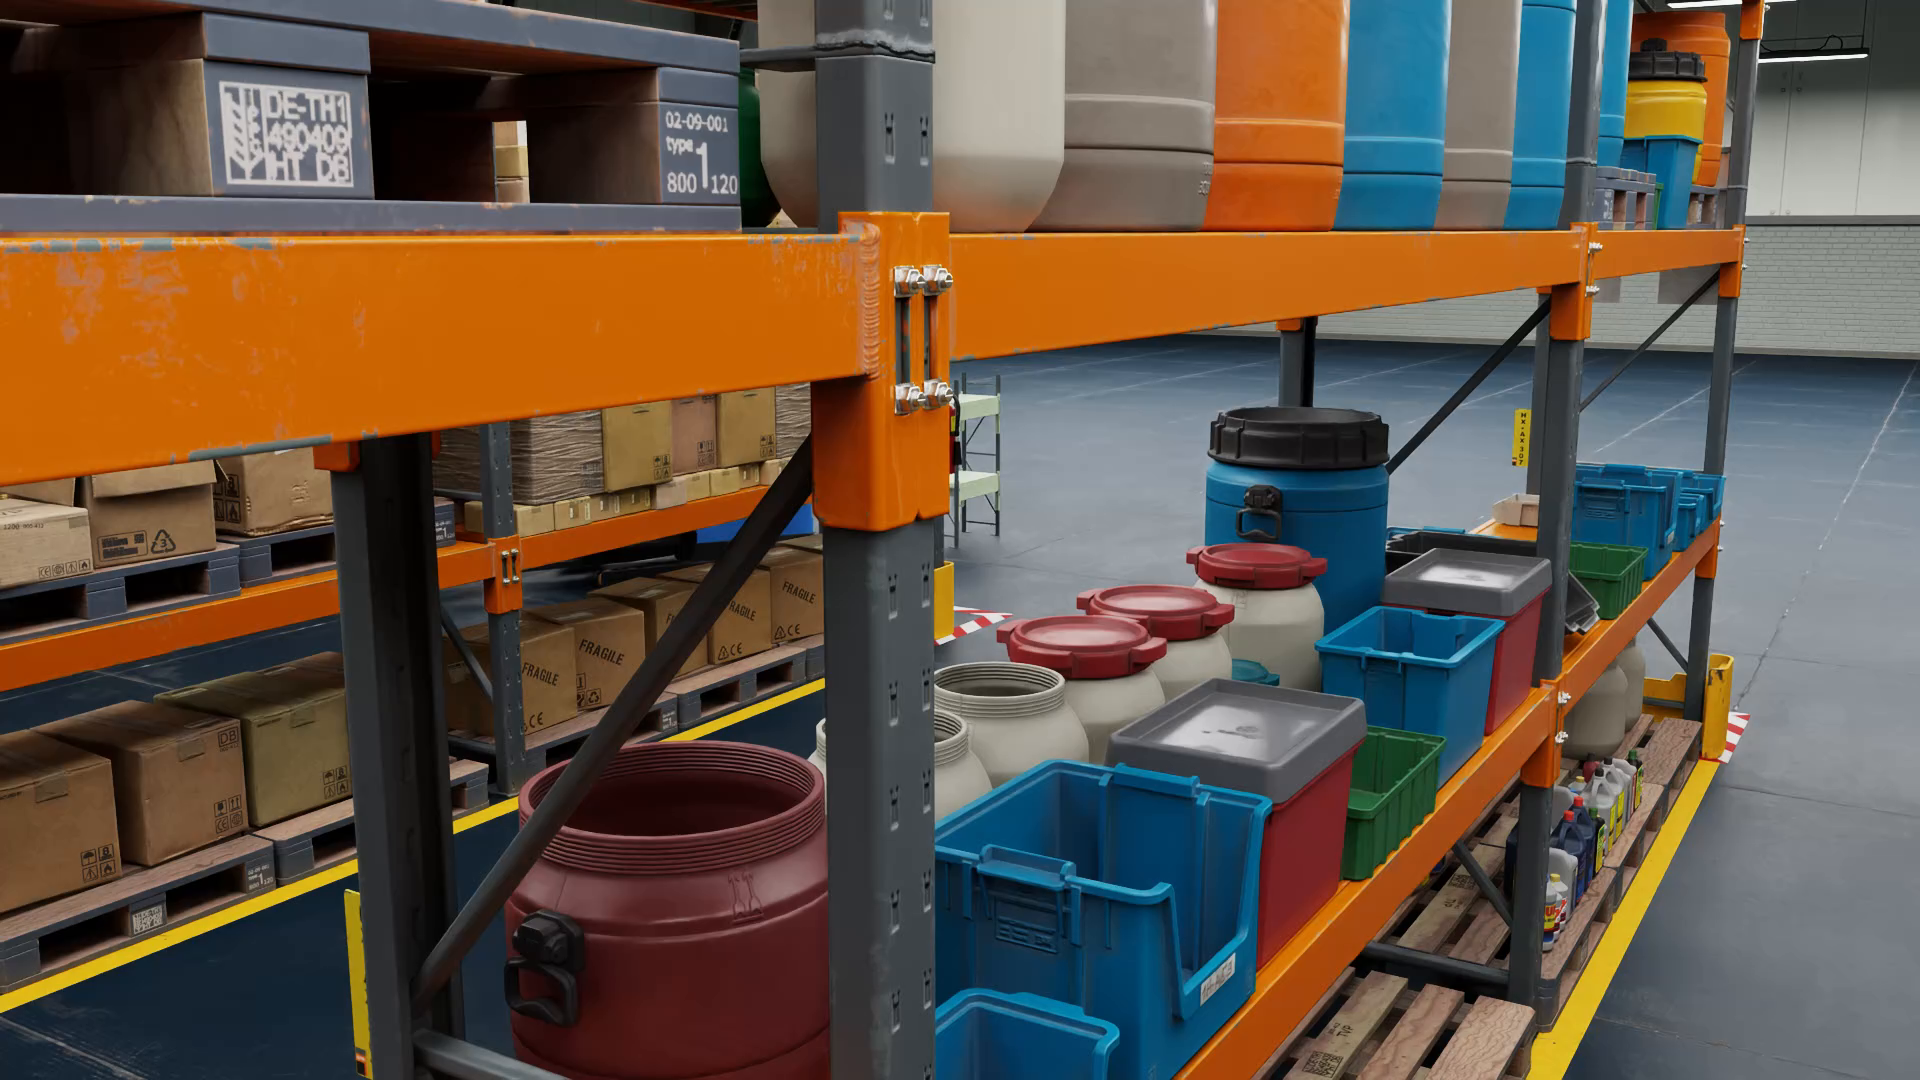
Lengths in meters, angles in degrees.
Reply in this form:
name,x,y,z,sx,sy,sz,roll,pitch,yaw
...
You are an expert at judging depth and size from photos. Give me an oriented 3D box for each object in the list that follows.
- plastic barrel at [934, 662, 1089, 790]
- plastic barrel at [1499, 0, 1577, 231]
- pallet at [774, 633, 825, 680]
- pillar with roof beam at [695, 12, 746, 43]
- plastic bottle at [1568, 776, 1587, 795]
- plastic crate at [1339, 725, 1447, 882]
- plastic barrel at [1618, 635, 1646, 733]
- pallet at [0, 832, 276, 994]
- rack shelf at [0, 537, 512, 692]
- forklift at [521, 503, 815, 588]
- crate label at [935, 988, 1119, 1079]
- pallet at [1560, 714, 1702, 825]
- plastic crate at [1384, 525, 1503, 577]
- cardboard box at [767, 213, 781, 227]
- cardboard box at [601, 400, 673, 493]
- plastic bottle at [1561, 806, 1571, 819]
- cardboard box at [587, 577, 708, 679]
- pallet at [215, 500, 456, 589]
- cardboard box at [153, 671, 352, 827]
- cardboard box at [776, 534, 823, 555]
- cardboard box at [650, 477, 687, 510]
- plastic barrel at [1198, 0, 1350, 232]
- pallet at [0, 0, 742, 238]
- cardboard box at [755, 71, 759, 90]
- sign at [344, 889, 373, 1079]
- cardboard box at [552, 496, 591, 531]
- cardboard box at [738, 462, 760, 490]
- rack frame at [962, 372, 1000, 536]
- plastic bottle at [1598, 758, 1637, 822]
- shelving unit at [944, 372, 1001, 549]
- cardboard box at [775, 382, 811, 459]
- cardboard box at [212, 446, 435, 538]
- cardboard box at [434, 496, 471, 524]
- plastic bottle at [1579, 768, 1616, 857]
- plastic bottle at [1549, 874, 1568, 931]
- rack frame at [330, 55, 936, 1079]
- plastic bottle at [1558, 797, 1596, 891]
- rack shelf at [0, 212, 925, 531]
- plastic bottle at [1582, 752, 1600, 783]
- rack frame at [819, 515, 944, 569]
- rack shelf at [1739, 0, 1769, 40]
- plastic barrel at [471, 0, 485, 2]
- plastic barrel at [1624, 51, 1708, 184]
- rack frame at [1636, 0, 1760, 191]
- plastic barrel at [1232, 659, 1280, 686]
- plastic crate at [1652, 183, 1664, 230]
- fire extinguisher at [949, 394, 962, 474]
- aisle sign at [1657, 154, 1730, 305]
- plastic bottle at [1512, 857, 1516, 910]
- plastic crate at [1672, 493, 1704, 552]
name,x,y,z,sx,sy,sz,roll,pitch,yaw
plastic barrel,0.081,0.564,3.781,0.421,0.512,0.421,0,11,0
plastic barrel,1.509,-1.382,4.964,0.600,0.901,0.708,6,12,31
pallet,-1.061,0.643,11.240,1.003,0.211,1.213,6,12,31
pillar with roof beam,-1.390,-7.629,31.547,9.100,9.000,0.548,6,12,31
plastic bottle,2.743,1.149,7.369,0.097,0.201,0.097,0,11,0
plastic crate,0.924,0.644,4.237,0.450,0.188,0.662,6,12,31
plastic barrel,3.388,0.737,8.783,0.421,0.512,0.421,0,11,0
pallet,-3.681,1.451,6.925,1.003,0.211,1.213,6,12,31
rack shelf,-3.684,0.433,6.738,1.077,0.370,4.000,6,12,31
forklift,-2.759,-1.152,13.441,3.031,2.935,1.130,-6,12,-28
crate label,0.050,0.919,2.642,0.303,0.233,0.416,6,12,31
pallet,3.238,1.124,8.674,1.003,0.211,1.213,6,12,31
plastic crate,1.930,0.112,6.906,0.499,0.251,0.616,6,12,31
cardboard box,-1.389,-1.926,9.643,0.500,0.250,0.500,6,12,30
cardboard box,-2.070,-0.570,9.064,0.875,0.500,0.500,6,12,31
plastic bottle,2.503,1.220,6.802,0.097,0.271,0.097,0,11,0
cardboard box,-1.858,0.533,9.906,0.500,0.500,0.500,5,12,26
pallet,-3.167,-0.034,7.802,1.003,0.211,1.213,6,12,31
cardboard box,-3.247,0.945,7.646,0.700,0.500,0.500,6,12,30
cardboard box,-0.908,0.255,11.388,0.500,0.500,0.500,9,14,41
cardboard box,-1.744,-0.272,9.234,0.380,0.149,0.250,6,12,31
plastic barrel,0.462,-1.029,3.277,0.600,0.830,0.708,6,12,31
pallet,-0.970,-0.403,1.613,1.003,0.211,1.213,6,12,31
cardboard box,-1.158,-2.511,9.922,0.500,0.500,0.500,6,12,31
sign,-0.963,0.736,2.724,0.100,0.325,0.005,6,12,31
cardboard box,-2.136,-0.154,8.605,0.380,0.149,0.250,6,12,31
cardboard box,-1.419,-0.397,9.902,0.380,0.149,0.250,6,12,31
rack frame,0.193,-0.796,15.425,0.400,1.500,0.023,6,12,31
plastic bottle,2.931,1.100,7.430,0.152,0.276,0.135,6,12,31
shelving unit,0.003,-0.738,15.118,0.431,1.500,0.755,6,12,31
cardboard box,-1.332,-0.811,10.348,0.875,0.500,0.500,6,12,31
cardboard box,-3.178,-0.624,7.662,1.000,1.000,1.000,6,12,31
cardboard box,-2.786,-0.173,8.706,0.380,0.149,0.250,6,12,31
plastic bottle,2.680,1.140,7.010,0.144,0.351,0.185,6,12,30
plastic bottle,2.233,1.358,6.256,0.097,0.201,0.097,0,11,0
rack frame,-0.489,0.868,2.464,1.000,3.000,0.127,6,12,31
plastic bottle,2.459,1.207,6.653,0.144,0.351,0.185,6,12,28
rack shelf,-1.528,0.061,0.574,1.077,0.370,4.000,6,12,31
plastic bottle,2.840,1.086,7.484,0.061,0.283,0.133,6,12,31
rack frame,-0.569,-0.864,11.712,1.000,3.000,0.127,6,12,31
rack shelf,2.626,-2.475,7.055,1.077,0.370,4.000,6,12,31
plastic barrel,-0.787,-0.935,1.634,0.600,0.830,0.708,6,12,31
plastic barrel,3.181,-1.972,7.830,0.600,0.588,0.600,0,11,0
rack frame,3.664,-3.339,8.633,1.000,3.000,0.127,6,12,31
plastic barrel,0.769,0.500,4.803,0.301,0.262,0.301,0,11,0
plastic crate,2.639,-1.354,6.754,0.336,0.188,0.450,6,12,31
fire extinguisher,-0.116,-0.800,11.580,0.296,0.674,0.183,6,12,31
aisle sign,3.955,-1.651,8.854,0.394,0.787,0.004,6,12,31
plastic bottle,2.180,1.286,6.417,0.061,0.283,0.133,6,12,31
plastic crate,3.318,-0.109,8.083,0.499,0.251,0.408,6,12,31
